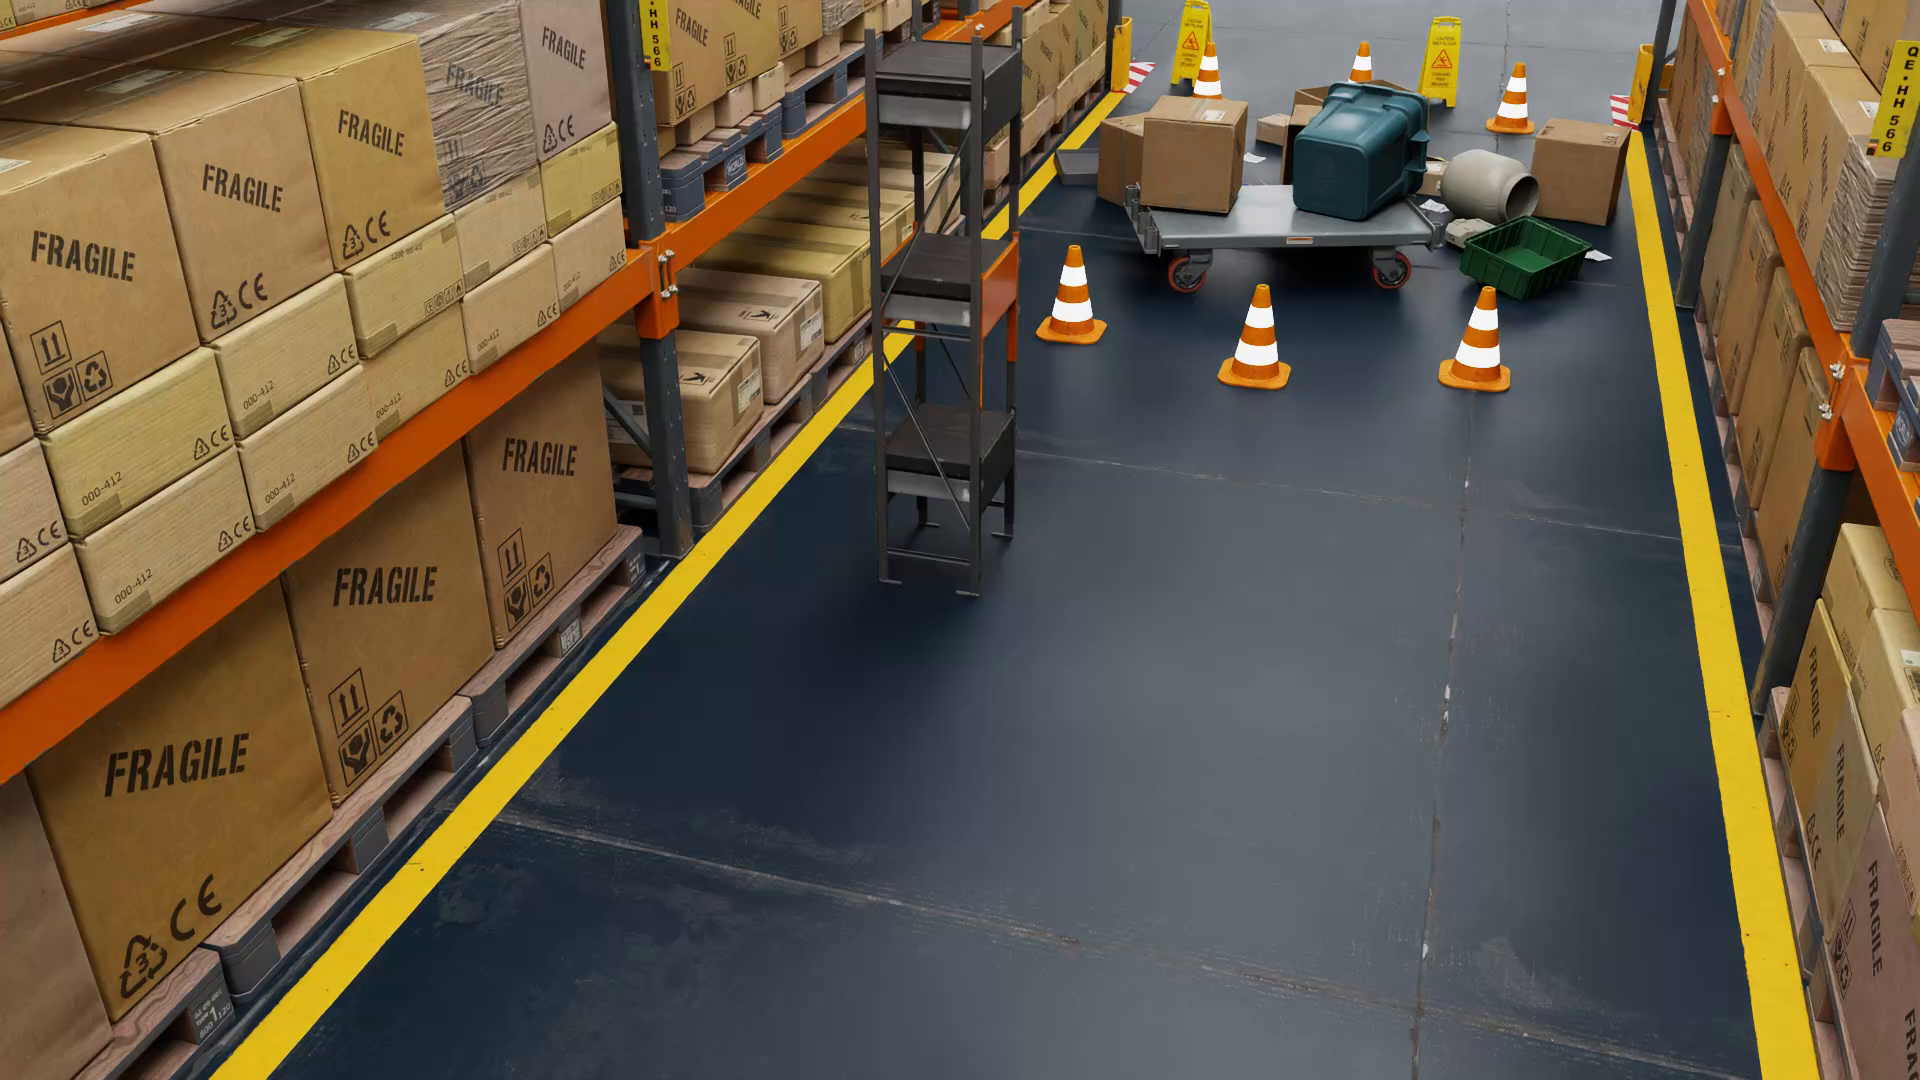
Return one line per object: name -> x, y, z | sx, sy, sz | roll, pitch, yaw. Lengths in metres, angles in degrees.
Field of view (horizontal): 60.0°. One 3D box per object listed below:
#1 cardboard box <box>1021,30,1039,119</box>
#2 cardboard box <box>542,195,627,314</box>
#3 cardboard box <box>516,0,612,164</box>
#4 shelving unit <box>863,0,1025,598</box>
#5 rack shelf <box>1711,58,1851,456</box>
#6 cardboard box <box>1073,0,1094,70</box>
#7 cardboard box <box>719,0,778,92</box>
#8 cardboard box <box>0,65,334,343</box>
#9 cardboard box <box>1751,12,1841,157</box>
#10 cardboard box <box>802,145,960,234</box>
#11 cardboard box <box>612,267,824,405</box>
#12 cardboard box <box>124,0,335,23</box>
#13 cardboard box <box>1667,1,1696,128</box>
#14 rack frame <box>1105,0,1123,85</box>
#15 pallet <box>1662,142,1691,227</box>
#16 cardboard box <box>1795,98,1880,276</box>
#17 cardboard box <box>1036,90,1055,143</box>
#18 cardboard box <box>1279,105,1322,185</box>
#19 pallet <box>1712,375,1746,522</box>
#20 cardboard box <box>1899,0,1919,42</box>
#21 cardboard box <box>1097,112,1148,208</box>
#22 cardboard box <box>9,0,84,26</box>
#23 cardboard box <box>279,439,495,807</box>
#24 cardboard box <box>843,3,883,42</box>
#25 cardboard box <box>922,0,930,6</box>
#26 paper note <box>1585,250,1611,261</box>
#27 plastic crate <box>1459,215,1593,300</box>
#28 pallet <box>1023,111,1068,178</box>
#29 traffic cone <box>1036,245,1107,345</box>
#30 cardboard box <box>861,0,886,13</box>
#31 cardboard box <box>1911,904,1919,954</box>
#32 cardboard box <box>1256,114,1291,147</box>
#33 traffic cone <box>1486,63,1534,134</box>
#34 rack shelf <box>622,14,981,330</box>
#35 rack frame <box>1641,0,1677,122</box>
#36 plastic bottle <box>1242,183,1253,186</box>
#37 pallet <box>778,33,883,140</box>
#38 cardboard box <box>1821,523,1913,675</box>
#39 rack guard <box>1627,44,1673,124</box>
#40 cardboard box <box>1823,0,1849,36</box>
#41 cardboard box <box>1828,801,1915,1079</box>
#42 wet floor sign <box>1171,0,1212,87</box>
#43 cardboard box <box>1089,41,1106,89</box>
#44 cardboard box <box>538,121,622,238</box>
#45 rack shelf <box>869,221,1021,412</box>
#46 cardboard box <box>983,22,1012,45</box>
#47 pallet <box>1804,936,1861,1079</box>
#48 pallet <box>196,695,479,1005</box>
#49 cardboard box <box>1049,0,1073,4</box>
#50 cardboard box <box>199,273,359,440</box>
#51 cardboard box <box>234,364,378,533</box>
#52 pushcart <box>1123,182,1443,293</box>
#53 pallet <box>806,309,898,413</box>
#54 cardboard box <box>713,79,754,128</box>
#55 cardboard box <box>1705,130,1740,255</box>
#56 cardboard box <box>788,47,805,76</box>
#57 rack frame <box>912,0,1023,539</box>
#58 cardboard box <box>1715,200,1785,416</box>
cardboard box -> 0.187, -2.978, 10.642 | 0.500, 0.500, 0.500 | 10, 31, 17
cardboard box -> -1.465, -0.985, 5.590 | 0.500, 0.250, 0.500 | 7, 30, 13
cardboard box -> -1.466, -1.526, 5.276 | 0.500, 0.500, 0.500 | 8, 30, 14
shelving unit -> -0.049, -0.841, 6.101 | 0.431, 2.100, 0.503 | 8, 30, 15
rack shelf -> 3.784, -1.279, 6.703 | 1.077, 0.370, 4.000 | 8, 30, 15
cardboard box -> 0.648, -3.698, 11.937 | 0.500, 0.500, 0.500 | 10, 31, 17
cardboard box -> -1.065, -2.100, 6.598 | 0.500, 0.500, 0.500 | 10, 31, 17
cardboard box -> -1.916, -0.823, 4.012 | 0.500, 0.500, 0.500 | 8, 30, 14
cardboard box -> 3.663, -1.894, 6.965 | 0.500, 0.500, 0.500 | 8, 30, 15
cardboard box -> -0.542, -1.973, 9.482 | 0.950, 0.372, 0.625 | 9, 30, 16
cardboard box -> -1.180, -0.963, 7.667 | 0.950, 0.372, 0.625 | 8, 30, 14
cardboard box -> -2.079, -1.377, 5.009 | 0.500, 0.500, 0.500 | 9, 30, 15
cardboard box -> 5.410, -3.312, 11.372 | 0.875, 0.875, 0.875 | 9, 30, 15
rack frame -> 0.784, -5.041, 12.726 | 1.000, 3.000, 0.127 | 8, 30, 15
pallet -> 5.026, -2.215, 10.515 | 1.003, 0.211, 1.213 | 8, 30, 15
cardboard box -> 3.220, -1.187, 5.695 | 0.500, 0.500, 0.500 | 8, 30, 15
cardboard box -> 0.340, -2.896, 11.267 | 0.500, 0.250, 0.500 | 8, 30, 14
cardboard box -> 2.422, -2.396, 10.400 | 0.797, 0.637, 0.503 | 8, 30, 15
pallet -> 3.861, -0.366, 7.191 | 1.003, 0.211, 1.213 | 8, 30, 15
cardboard box -> 3.486, -1.587, 5.385 | 0.700, 0.500, 0.500 | 8, 30, 14
cardboard box -> 1.225, -2.394, 10.538 | 0.500, 0.500, 0.500 | -17, 34, -28
cardboard box -> -5.352, -3.091, 9.374 | 0.500, 0.250, 0.500 | 9, 30, 15
cardboard box -> -2.112, 0.145, 5.157 | 0.875, 0.875, 0.875 | 9, 30, 15
cardboard box -> -0.591, -2.505, 7.994 | 0.380, 0.149, 0.250 | 8, 30, 15
cardboard box -> -0.372, -2.857, 8.627 | 0.380, 0.149, 0.250 | 8, 30, 13
paper note -> 3.703, -1.667, 9.715 | 0.147, 0.020, 0.142 | -12, 31, -20
plastic crate -> 3.170, -1.587, 9.350 | 0.662, 0.188, 0.450 | -24, 47, -37
pallet -> 0.129, -2.849, 11.655 | 1.003, 0.211, 1.213 | 8, 30, 15
traffic cone -> 0.584, -1.297, 8.606 | 0.336, 0.463, 0.334 | 8, 30, 15
cardboard box -> -0.608, -2.822, 7.897 | 0.500, 0.500, 0.500 | 10, 30, 17
cardboard box -> 2.305, 0.909, 3.397 | 0.500, 0.250, 0.500 | 7, 30, 13
cardboard box -> 2.330, -2.898, 11.806 | 0.250, 0.149, 0.380 | -24, 37, -37
traffic cone -> 4.032, -3.229, 12.078 | 0.336, 0.463, 0.334 | 8, 30, 15
rack shelf -> -0.977, -1.938, 7.888 | 1.077, 0.370, 4.000 | 8, 30, 15
rack frame -> 5.545, -4.381, 11.541 | 1.000, 3.000, 0.127 | 8, 30, 15
plastic bottle -> 1.781, -2.230, 10.696 | 0.133, 0.061, 0.283 | 14, 32, 23
pallet -> -1.023, -2.165, 7.754 | 1.003, 0.211, 1.213 | 8, 30, 15
cardboard box -> 2.763, 0.203, 4.667 | 0.500, 0.250, 0.500 | 7, 30, 13
rack guard -> 5.552, -3.300, 12.168 | 1.175, 0.500, 0.348 | 8, 30, 15
cardboard box -> 3.933, -2.298, 6.663 | 0.700, 0.500, 0.500 | 9, 30, 15
cardboard box -> 2.455, 1.011, 3.987 | 0.500, 0.500, 0.500 | 8, 30, 14
wet floor sign -> 1.862, -3.948, 13.183 | 0.267, 0.644, 0.232 | 20, 35, 32
cardboard box -> 0.797, -3.598, 12.528 | 0.500, 0.250, 0.500 | 8, 30, 15
cardboard box -> -1.464, -1.215, 5.488 | 0.500, 0.250, 0.500 | 8, 30, 15
rack shelf -> -0.049, -0.829, 6.108 | 0.431, 0.518, 0.480 | 8, 30, 15
cardboard box -> 0.135, -3.060, 10.123 | 0.380, 0.149, 0.250 | 9, 30, 16
pallet -> 2.607, 1.483, 3.867 | 1.003, 0.211, 1.213 | 8, 30, 15
pallet -> -2.228, 0.816, 5.066 | 1.003, 0.211, 1.213 | 8, 30, 15
cardboard box -> 0.599, -3.806, 11.463 | 0.380, 0.149, 0.250 | 10, 31, 17
cardboard box -> -1.894, -0.494, 4.192 | 0.500, 0.250, 0.500 | 8, 30, 13
cardboard box -> -1.885, -0.273, 4.310 | 0.500, 0.250, 0.500 | 8, 30, 14
pushcart -> 1.804, -1.734, 9.479 | 1.648, 0.377, 0.936 | -1, 29, -3
pallet -> -0.974, -1.033, 8.389 | 1.003, 0.211, 1.213 | 8, 30, 15
cardboard box -> -1.052, -1.768, 6.670 | 0.380, 0.149, 0.250 | 7, 30, 12
cardboard box -> 4.623, -2.060, 9.121 | 0.875, 0.875, 0.875 | 9, 30, 16
cardboard box -> -0.910, -2.153, 7.362 | 0.380, 0.149, 0.250 | 10, 31, 17
rack frame -> 0.023, -0.954, 6.305 | 0.400, 2.100, 0.015 | 8, 30, 15
cardboard box -> 3.988, -0.974, 7.297 | 1.050, 0.750, 0.750 | 8, 30, 15
